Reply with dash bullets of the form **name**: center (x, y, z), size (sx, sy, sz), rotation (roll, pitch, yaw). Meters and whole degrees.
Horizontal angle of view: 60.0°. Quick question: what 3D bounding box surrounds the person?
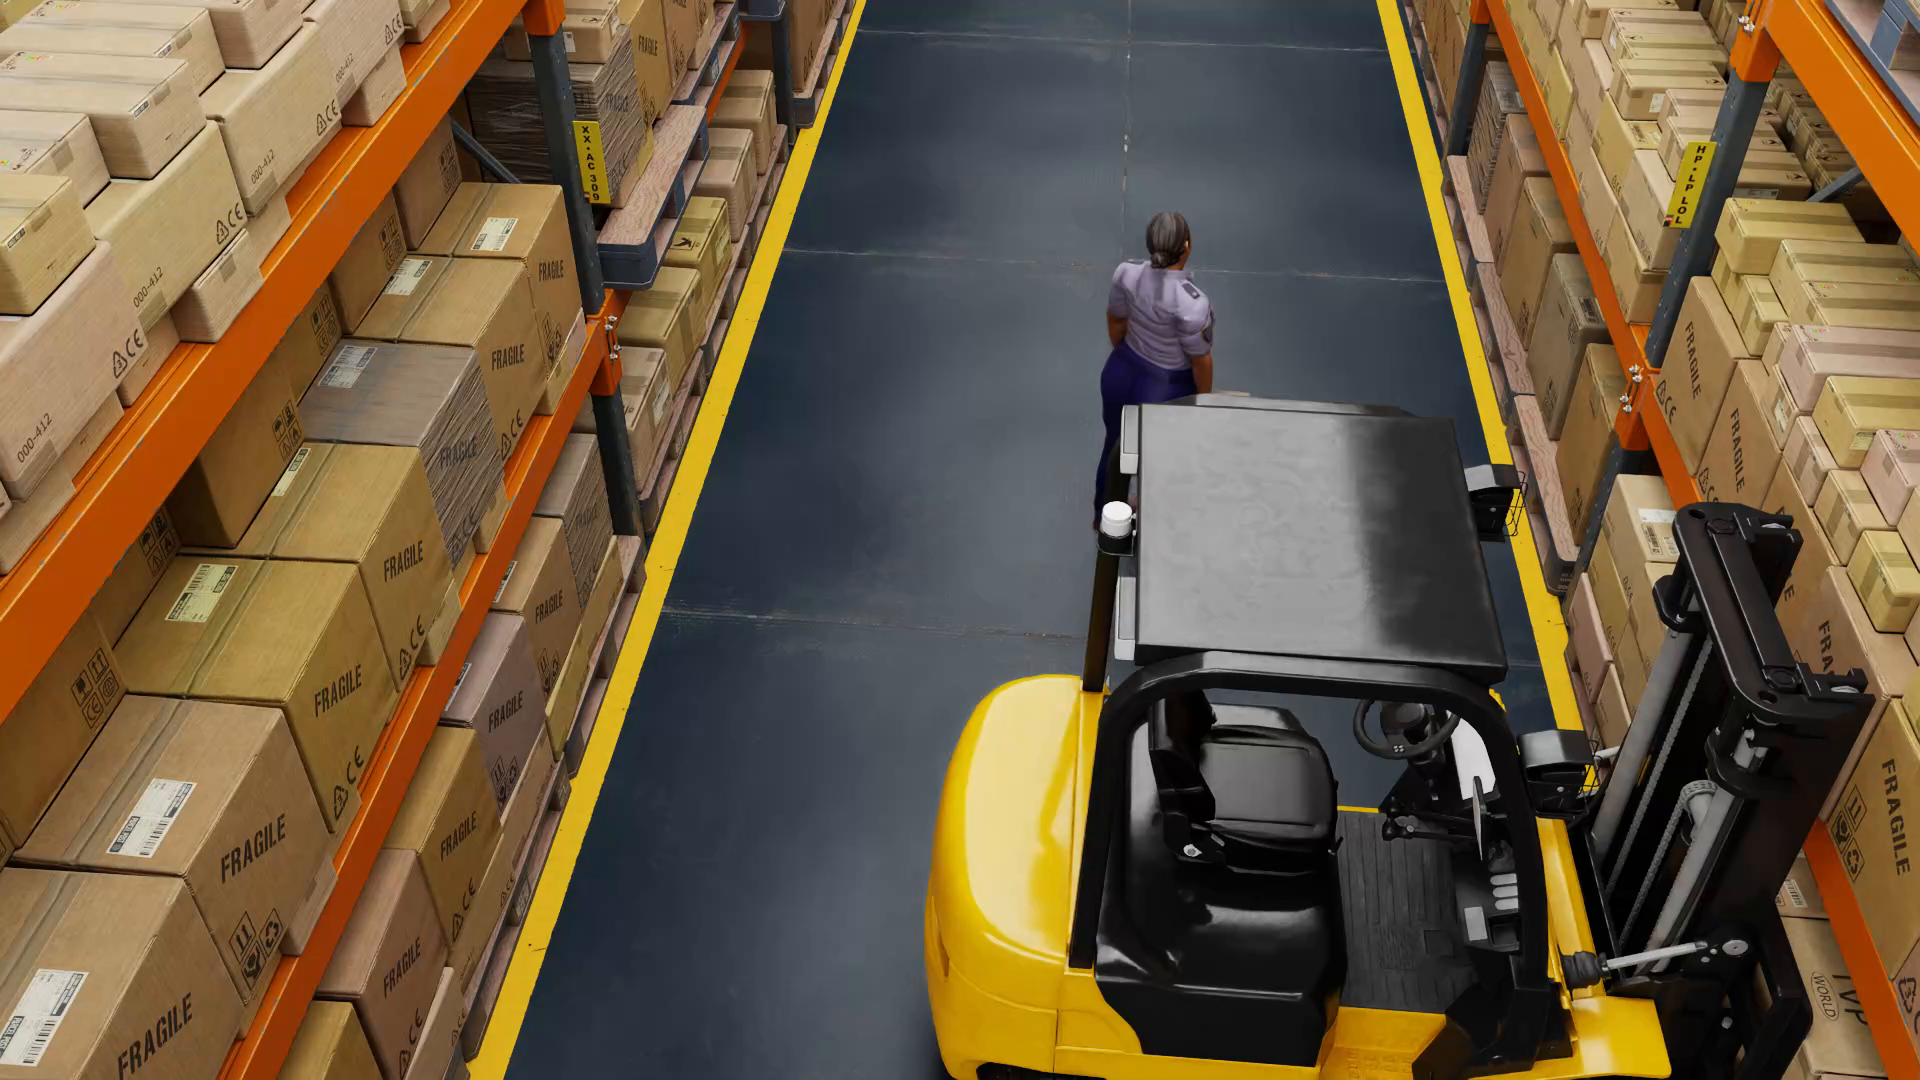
- **person**: center (0.812, -0.610, 6.865), size (0.372, 1.646, 0.592), rotation (-32, 50, -32)
